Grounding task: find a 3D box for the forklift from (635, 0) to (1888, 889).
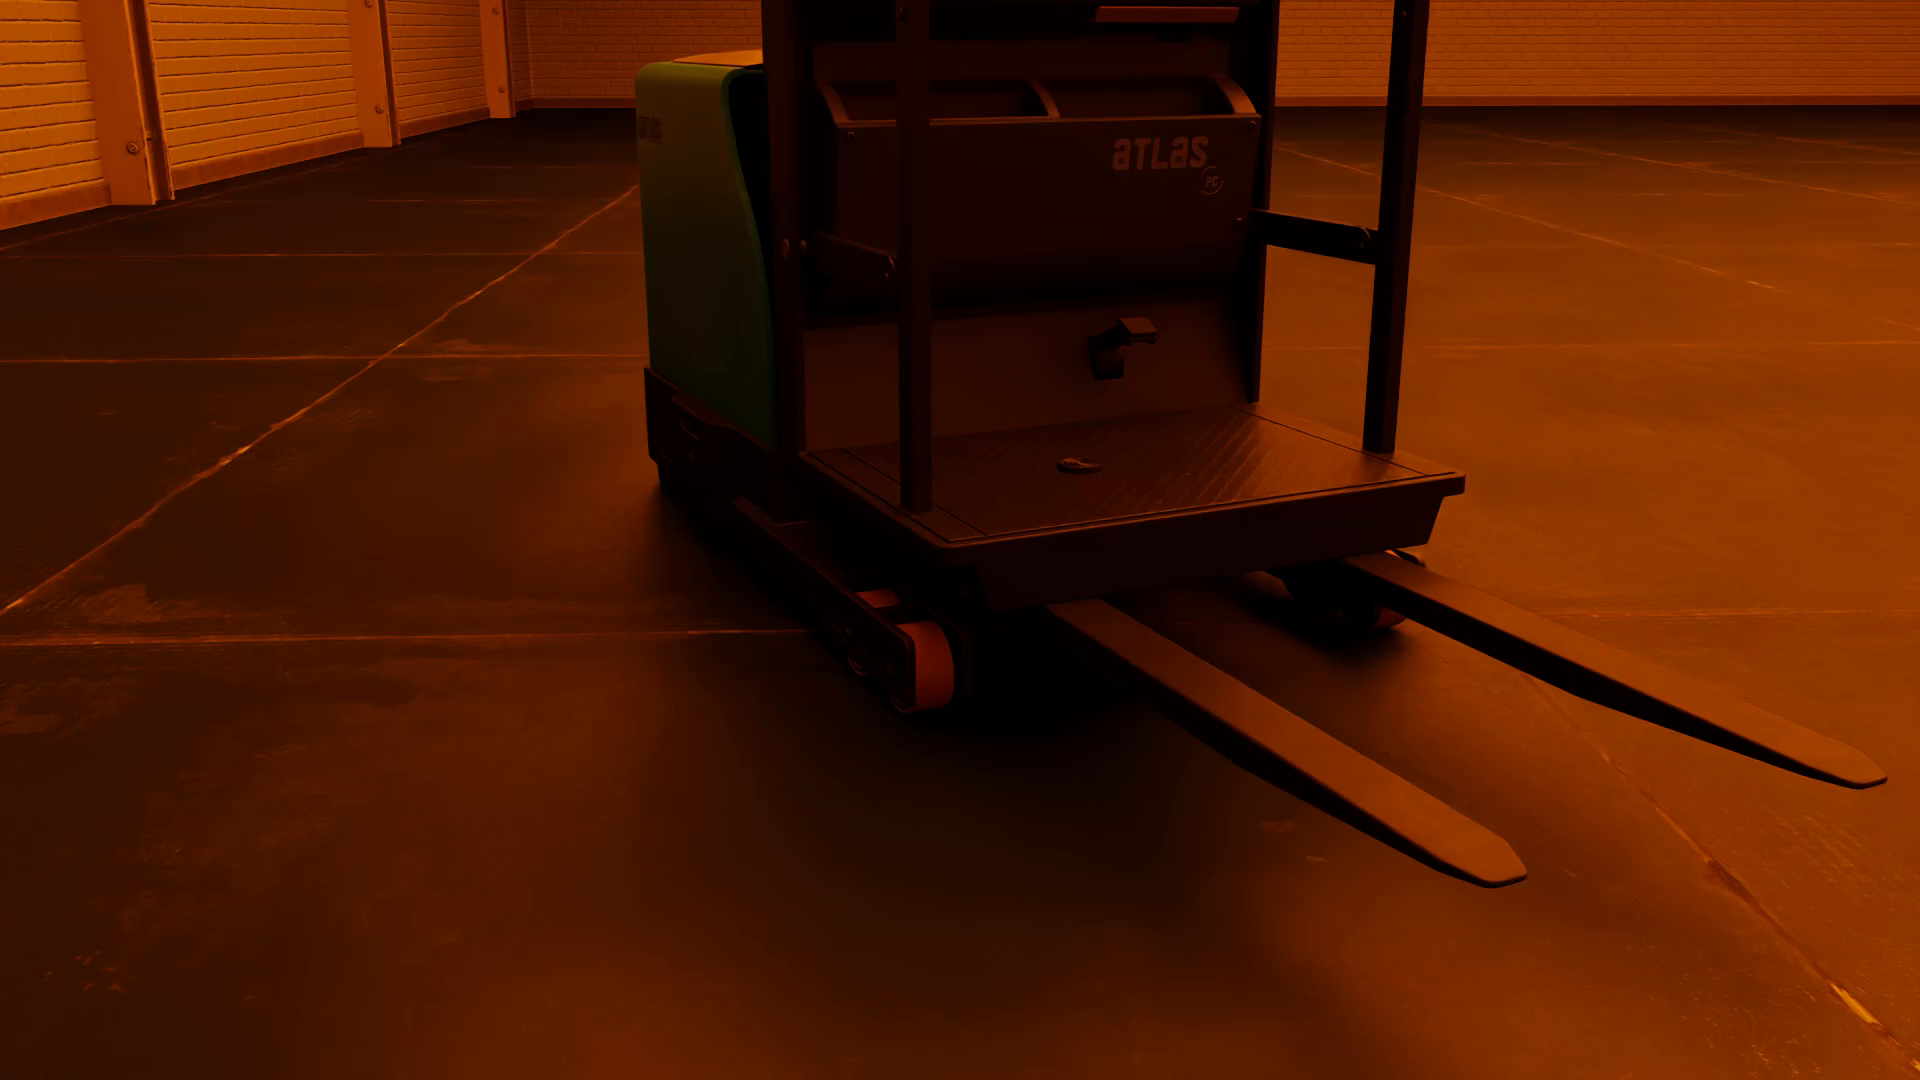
[{"bbox_3d":[0.258,-1.240,2.962,1.130,2.935,3.031,-8,19,-24],"label":"forklift"}]
